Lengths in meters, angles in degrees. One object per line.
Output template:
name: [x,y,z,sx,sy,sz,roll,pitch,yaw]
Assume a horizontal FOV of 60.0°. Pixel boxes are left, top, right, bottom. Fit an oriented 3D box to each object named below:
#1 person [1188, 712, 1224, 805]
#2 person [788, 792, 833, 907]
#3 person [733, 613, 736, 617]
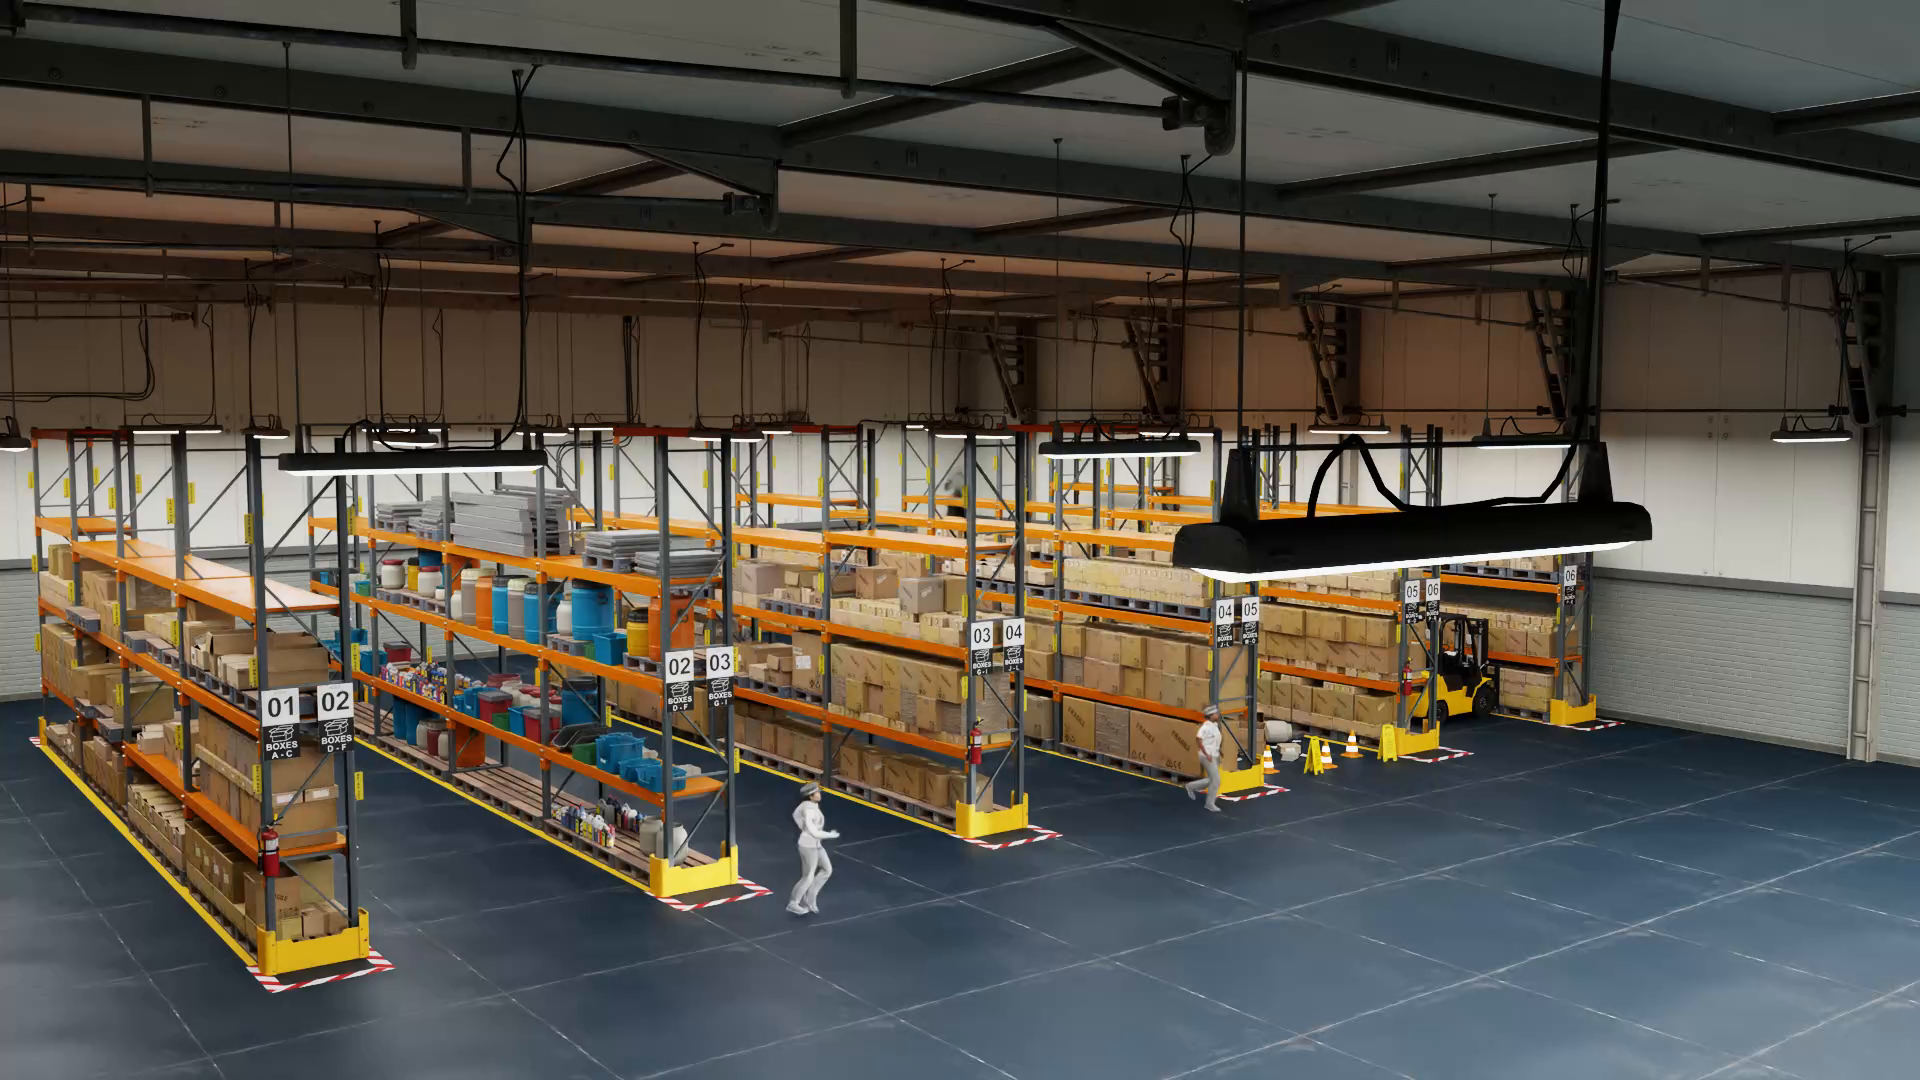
person: [3.938,3.418,26.483,0.576,1.511,0.614,2,5,27]
person: [-1.881,3.814,20.837,0.567,1.535,0.638,0,4,-4]
person: [-5.392,2.171,41.876,0.874,1.812,0.727,-3,5,-34]
